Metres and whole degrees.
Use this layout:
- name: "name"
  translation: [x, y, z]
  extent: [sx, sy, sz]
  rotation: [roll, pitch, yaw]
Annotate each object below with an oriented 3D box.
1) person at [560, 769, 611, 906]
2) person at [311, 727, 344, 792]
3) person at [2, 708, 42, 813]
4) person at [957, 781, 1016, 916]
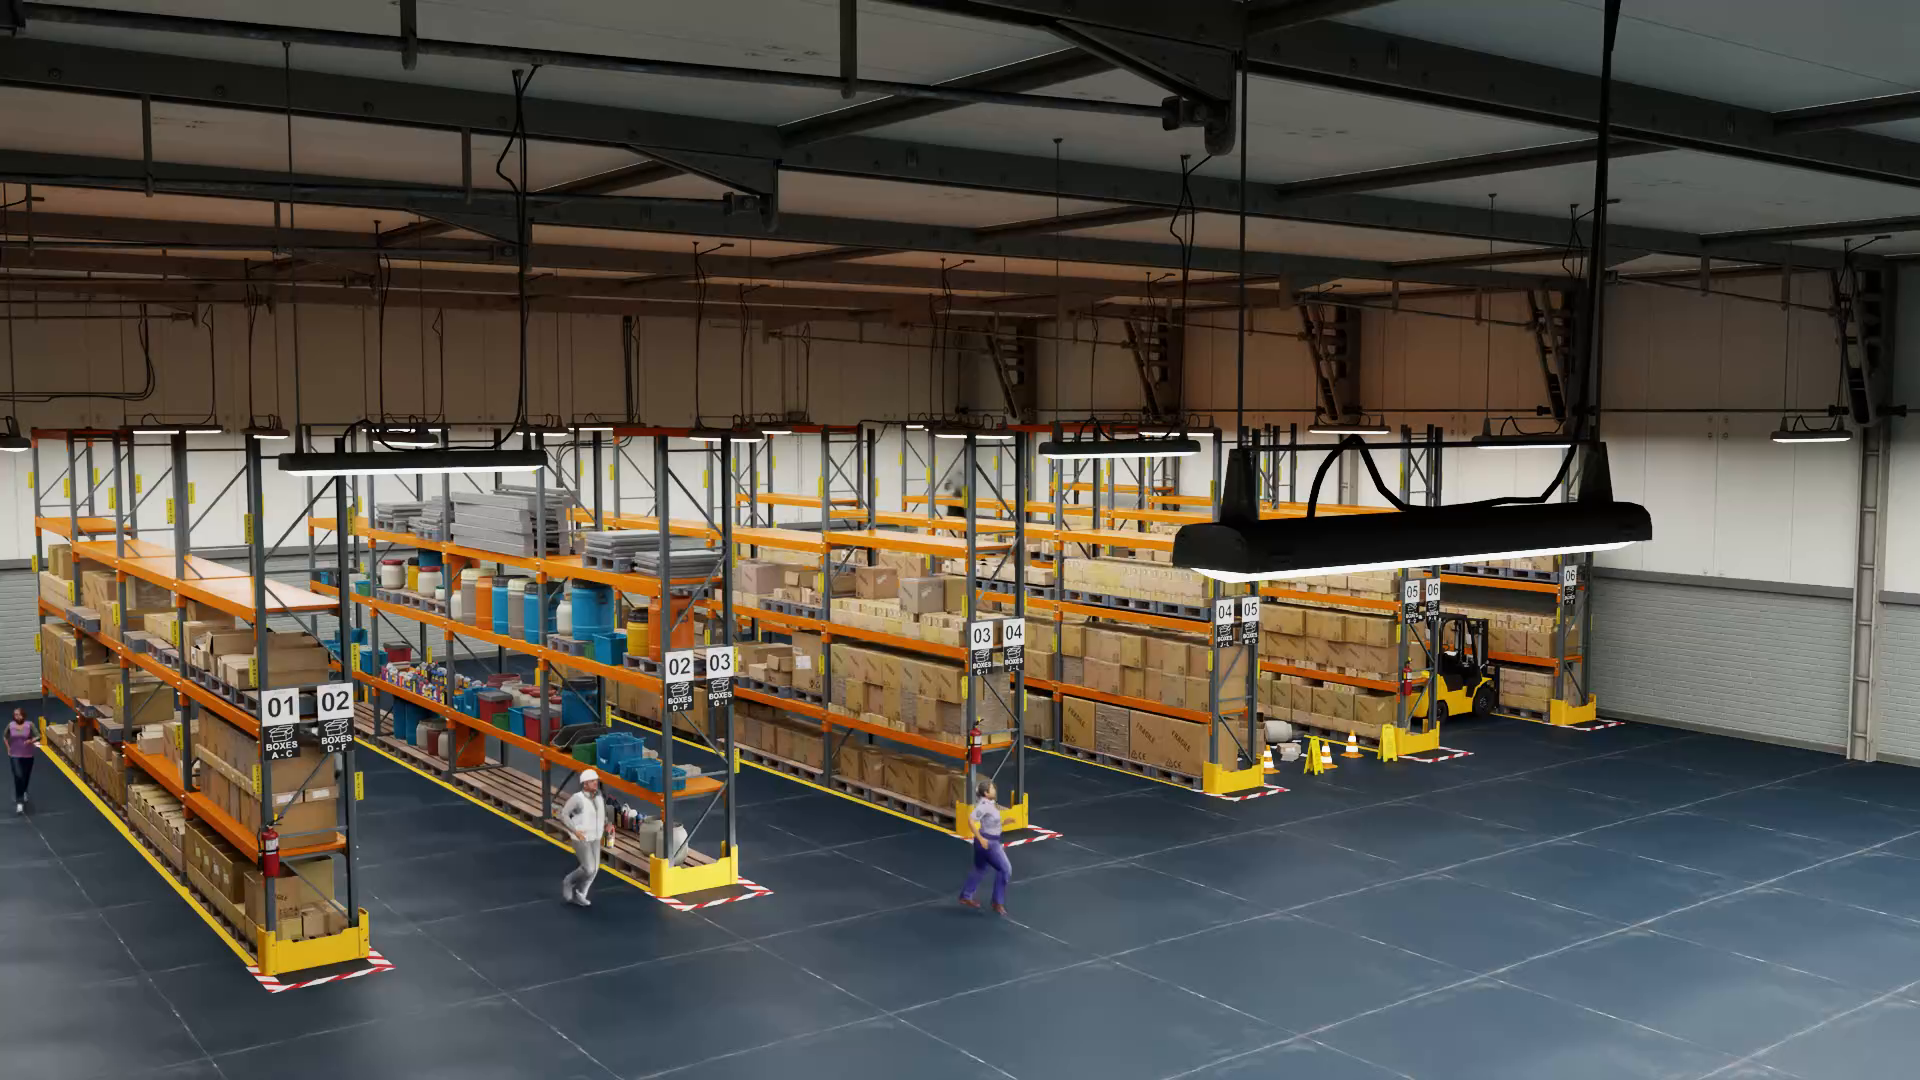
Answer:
- name: "person"
  translation: [-4.755, 3.797, 21.273]
  extent: [0.586, 1.730, 0.683]
  rotation: [3, 5, 31]
- name: "person"
  translation: [-10.239, 3.374, 27.071]
  extent: [0.597, 1.660, 0.551]
  rotation: [-4, 6, -41]
- name: "person"
  translation: [-14.894, 3.463, 26.432]
  extent: [0.538, 1.635, 0.770]
  rotation: [-3, 5, -31]
- name: "person"
  translation: [0.337, 3.877, 20.904]
  extent: [0.735, 1.709, 0.574]
  rotation: [0, 4, -6]
